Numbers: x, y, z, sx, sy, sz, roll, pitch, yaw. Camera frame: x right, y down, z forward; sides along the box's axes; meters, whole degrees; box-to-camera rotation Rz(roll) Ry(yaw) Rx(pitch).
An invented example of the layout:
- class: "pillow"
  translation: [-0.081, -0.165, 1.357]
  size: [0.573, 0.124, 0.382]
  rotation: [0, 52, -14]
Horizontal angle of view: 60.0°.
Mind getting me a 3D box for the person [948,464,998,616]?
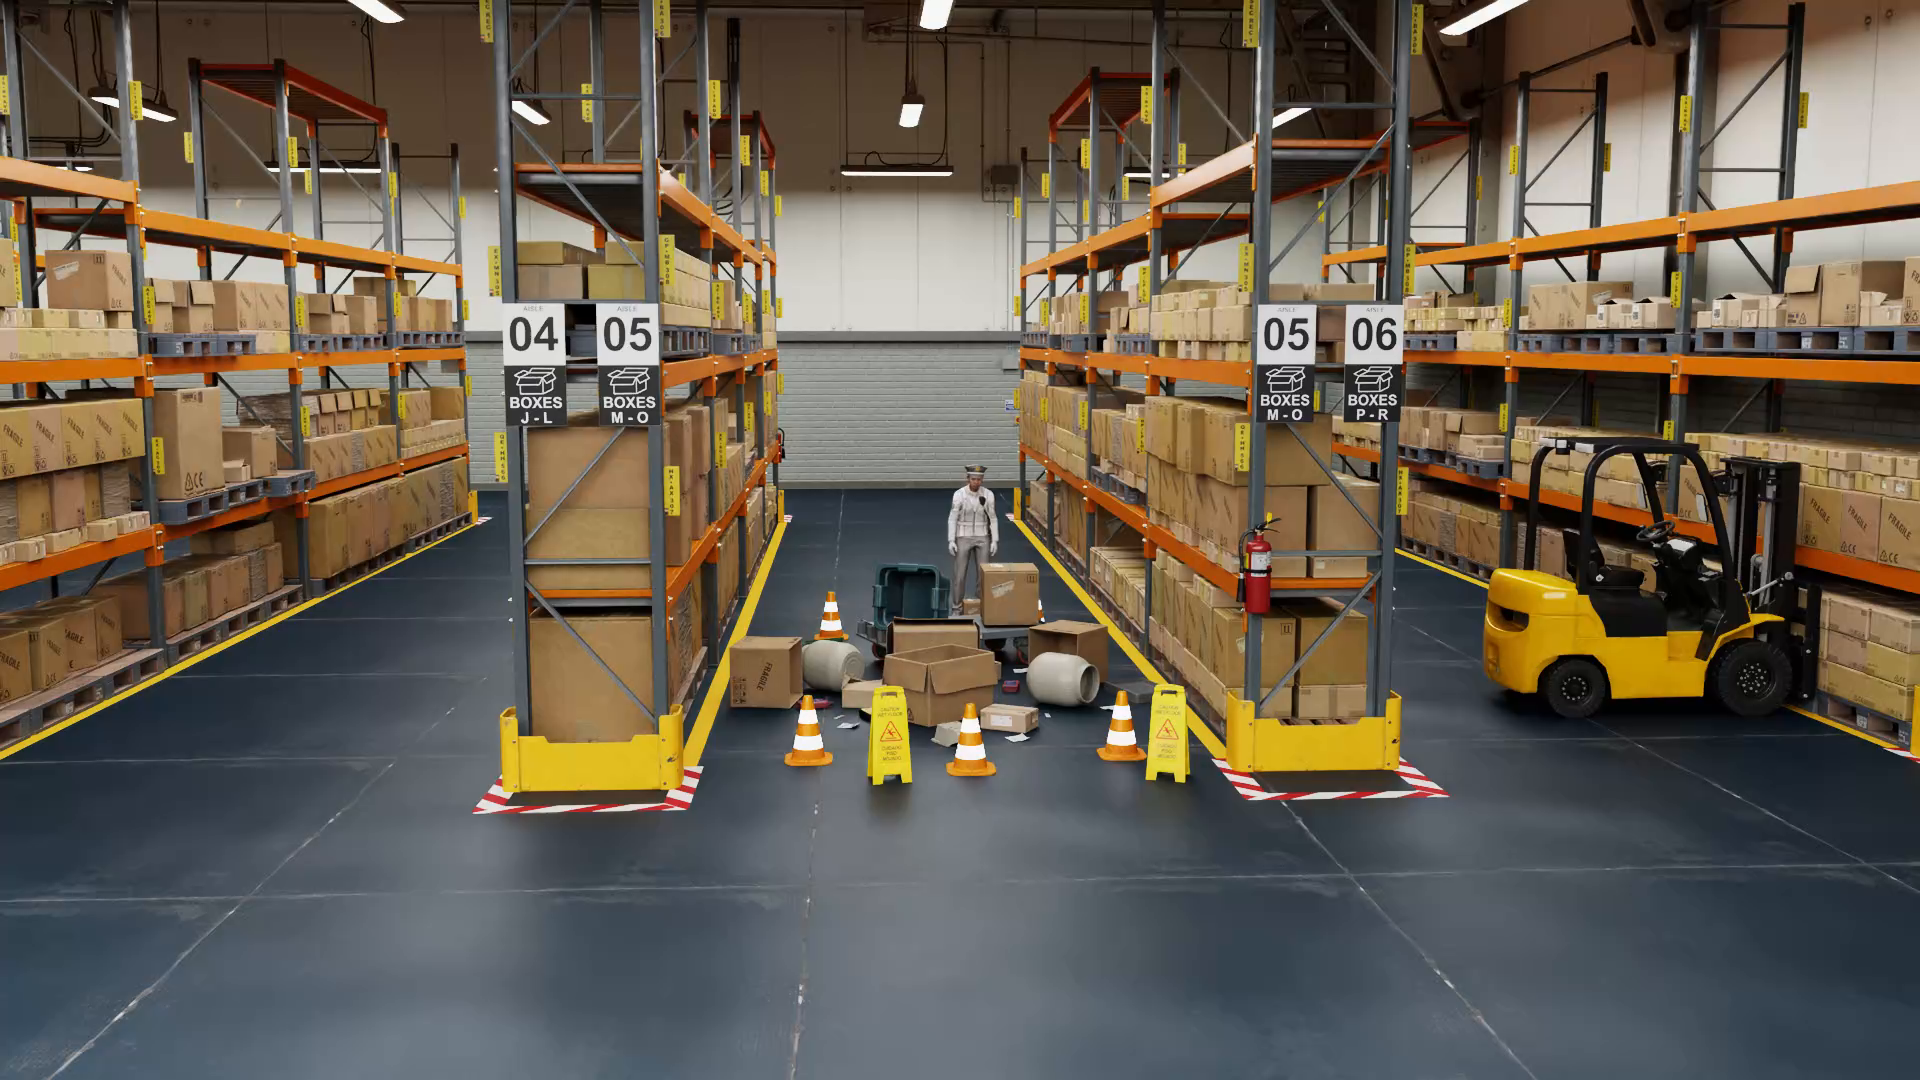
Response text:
- class: "person"
  translation: [0.138, 0.030, 17.496]
  size: [0.536, 1.663, 0.379]
  rotation: [-1, 7, -5]
